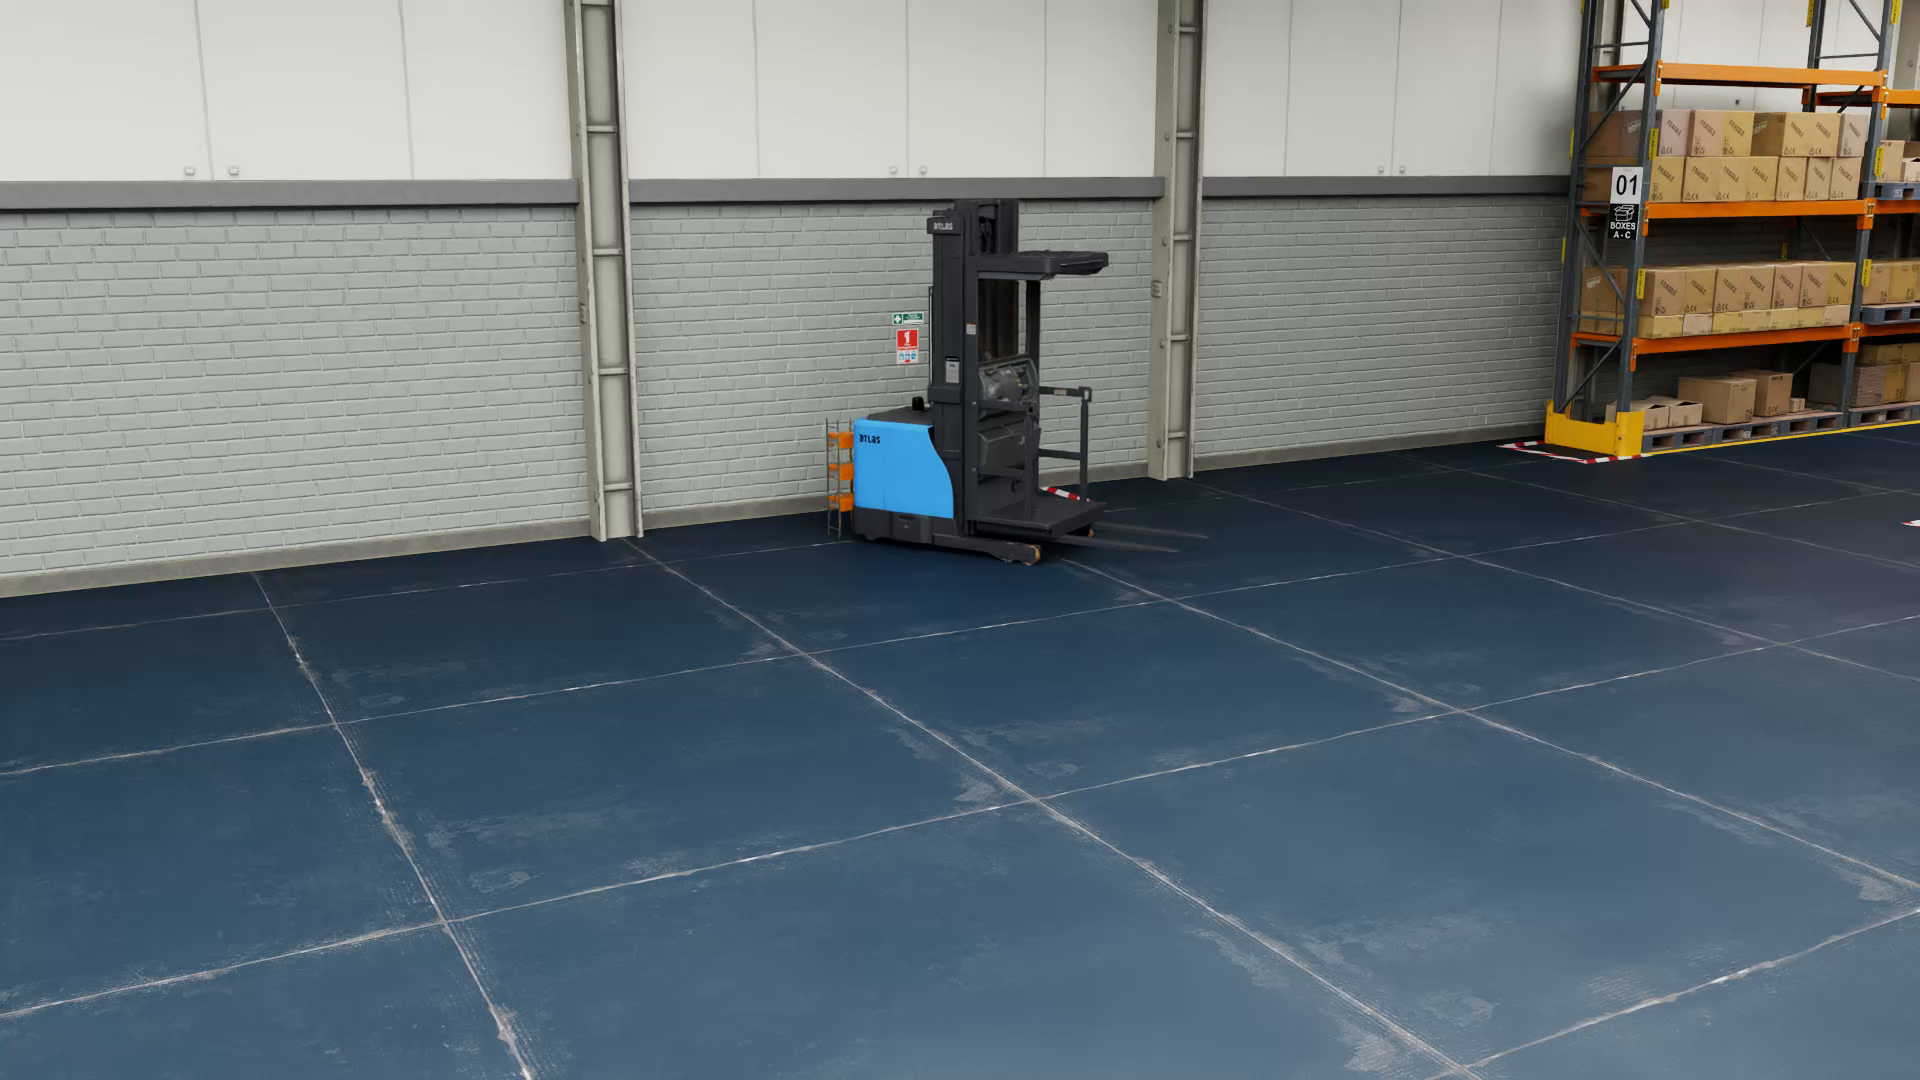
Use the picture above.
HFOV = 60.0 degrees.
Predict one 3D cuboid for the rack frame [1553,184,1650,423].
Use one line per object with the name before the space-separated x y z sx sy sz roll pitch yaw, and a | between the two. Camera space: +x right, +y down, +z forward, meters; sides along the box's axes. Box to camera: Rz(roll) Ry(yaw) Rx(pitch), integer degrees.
rack frame | 7.284 -2.524 18.993 0.127 3.000 1.000 -7 14 -28

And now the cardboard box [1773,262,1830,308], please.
cardboard box | 10.093 -3.084 20.070 0.500 0.500 0.500 -7 14 -28

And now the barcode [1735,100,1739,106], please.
barcode | 9.369 -5.272 20.043 0.075 0.075 0.001 -7 14 -28

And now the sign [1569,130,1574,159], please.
sign | 7.036 -4.528 19.051 0.005 0.325 0.100 -7 14 -28

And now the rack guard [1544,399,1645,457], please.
rack guard | 7.351 -1.313 19.303 0.348 0.500 1.175 -7 14 -28

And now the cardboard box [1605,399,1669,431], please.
cardboard box | 7.934 -1.482 19.486 0.500 0.311 0.500 -9 15 -34

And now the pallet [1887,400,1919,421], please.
pallet | 12.550 -1.796 22.108 1.213 0.211 1.003 -7 14 -28

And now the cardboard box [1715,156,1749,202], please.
cardboard box | 8.640 -4.138 19.059 0.500 0.500 0.500 -6 14 -25

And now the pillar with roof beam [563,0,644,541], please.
pillar with roof beam | -0.986 -3.599 10.106 0.400 9.000 9.100 -7 14 -28

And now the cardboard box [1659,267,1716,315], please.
cardboard box | 8.286 -2.869 19.113 0.500 0.500 0.500 -7 14 -28

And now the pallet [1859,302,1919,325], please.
pallet | 11.535 -2.904 21.116 1.213 0.211 1.003 -7 14 -28

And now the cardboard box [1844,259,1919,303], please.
cardboard box | 11.752 -3.313 21.267 0.500 0.500 0.700 -5 14 -22

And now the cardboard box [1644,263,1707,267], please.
cardboard box | 8.494 -3.023 19.799 0.500 0.500 0.500 -7 15 -29

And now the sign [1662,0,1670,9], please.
sign | 7.544 -5.841 17.758 0.005 0.325 0.100 -7 14 -28

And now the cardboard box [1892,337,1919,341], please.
cardboard box | 12.719 -2.538 22.037 0.500 0.250 0.500 -7 14 -28

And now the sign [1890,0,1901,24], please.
sign | 11.039 -6.259 19.619 0.005 0.325 0.100 -7 14 -28

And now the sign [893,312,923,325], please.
sign | -0.496 -2.117 15.896 0.331 0.109 0.001 -7 14 -28

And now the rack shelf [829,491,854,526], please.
rack shelf | -1.018 -0.280 14.778 0.240 0.259 0.215 -9 16 -35

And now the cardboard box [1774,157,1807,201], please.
cardboard box | 9.552 -4.250 19.555 0.500 0.500 0.500 -7 15 -30

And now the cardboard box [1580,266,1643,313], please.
cardboard box | 7.596 -2.917 19.327 0.500 0.500 0.500 -7 14 -28

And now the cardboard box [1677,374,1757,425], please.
cardboard box | 9.103 -1.702 20.032 0.500 0.500 0.700 -8 15 -31

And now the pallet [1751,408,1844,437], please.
pallet | 10.222 -1.507 20.824 1.213 0.211 1.003 -7 14 -28

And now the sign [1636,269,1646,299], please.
sign | 7.544 -2.842 18.433 0.005 0.325 0.100 -7 14 -28

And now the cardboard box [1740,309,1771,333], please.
cardboard box | 9.208 -2.613 19.685 0.500 0.250 0.500 -7 14 -27

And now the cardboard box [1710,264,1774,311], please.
cardboard box | 9.190 -2.979 19.600 0.500 0.500 0.500 -6 14 -26

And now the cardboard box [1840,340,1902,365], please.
cardboard box | 11.818 -2.433 21.573 0.500 0.250 0.500 -7 15 -29

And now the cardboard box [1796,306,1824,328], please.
cardboard box | 10.083 -2.722 20.170 0.500 0.250 0.500 -7 14 -28

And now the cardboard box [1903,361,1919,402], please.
cardboard box | 12.330 -2.131 21.935 0.500 0.500 0.700 -7 14 -27

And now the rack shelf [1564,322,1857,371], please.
rack shelf | 9.039 -2.383 20.007 4.000 0.370 1.077 -7 14 -28

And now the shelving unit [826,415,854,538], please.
shelving unit | -1.018 -0.562 14.715 0.252 1.050 0.215 -9 16 -35

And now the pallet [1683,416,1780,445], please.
pallet | 9.150 -1.378 20.250 1.213 0.211 1.003 -7 14 -28

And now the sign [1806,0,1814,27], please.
sign | 10.524 -6.511 20.556 0.005 0.325 0.100 -7 14 -28

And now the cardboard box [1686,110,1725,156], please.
cardboard box | 8.203 -4.570 18.704 0.500 0.500 0.500 -7 14 -29

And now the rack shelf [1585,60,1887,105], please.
rack shelf | 9.039 -5.309 19.348 4.000 0.370 1.077 -7 14 -28

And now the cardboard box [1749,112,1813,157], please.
cardboard box | 9.556 -4.733 19.425 0.500 0.500 0.500 -7 15 -30

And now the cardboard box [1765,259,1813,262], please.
cardboard box | 10.282 -3.238 20.754 0.500 0.500 0.500 -7 15 -29

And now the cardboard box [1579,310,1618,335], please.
cardboard box | 7.601 -2.547 19.391 0.500 0.250 0.500 -7 14 -27

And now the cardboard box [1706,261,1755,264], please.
cardboard box | 9.386 -3.133 20.287 0.500 0.500 0.500 -6 14 -26

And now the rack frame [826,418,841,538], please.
rack frame | -1.116 -0.546 14.644 0.008 1.050 0.200 -9 16 -35

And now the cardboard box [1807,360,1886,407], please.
cardboard box | 11.433 -2.021 21.447 0.500 0.500 0.700 -6 14 -26

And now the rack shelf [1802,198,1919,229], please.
rack shelf | 12.550 -4.268 21.547 4.000 0.370 1.077 -7 14 -28

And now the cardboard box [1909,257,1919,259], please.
cardboard box | 12.815 -3.442 21.843 0.500 0.500 0.700 -7 14 -28

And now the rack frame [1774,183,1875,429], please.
rack frame | 10.795 -2.945 20.862 0.127 3.000 1.000 -7 14 -28

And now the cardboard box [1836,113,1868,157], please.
cardboard box | 10.485 -4.850 19.944 0.500 0.500 0.500 -8 15 -33

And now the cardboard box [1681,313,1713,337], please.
cardboard box | 8.313 -2.508 19.218 0.500 0.250 0.500 -7 15 -30

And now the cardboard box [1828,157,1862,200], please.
cardboard box | 10.468 -4.366 20.071 0.500 0.500 0.500 -6 14 -26

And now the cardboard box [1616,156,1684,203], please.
cardboard box | 7.697 -4.033 18.592 0.500 0.500 0.500 -6 14 -26

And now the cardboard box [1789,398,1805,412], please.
cardboard box | 10.340 -1.715 20.849 0.250 0.166 0.380 -9 16 -35

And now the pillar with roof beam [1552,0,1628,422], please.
pillar with roof beam | 9.547 -4.862 15.715 0.400 9.000 9.100 -7 14 -28

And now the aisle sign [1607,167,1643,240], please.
aisle sign | 7.365 -3.727 18.417 0.004 0.787 0.394 -7 14 -28

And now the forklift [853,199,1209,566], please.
forklift | 0.589 -1.352 13.941 3.031 2.935 1.130 8 15 30

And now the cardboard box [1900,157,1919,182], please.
cardboard box | 11.854 -4.676 20.972 0.500 0.311 0.500 -6 14 -26
